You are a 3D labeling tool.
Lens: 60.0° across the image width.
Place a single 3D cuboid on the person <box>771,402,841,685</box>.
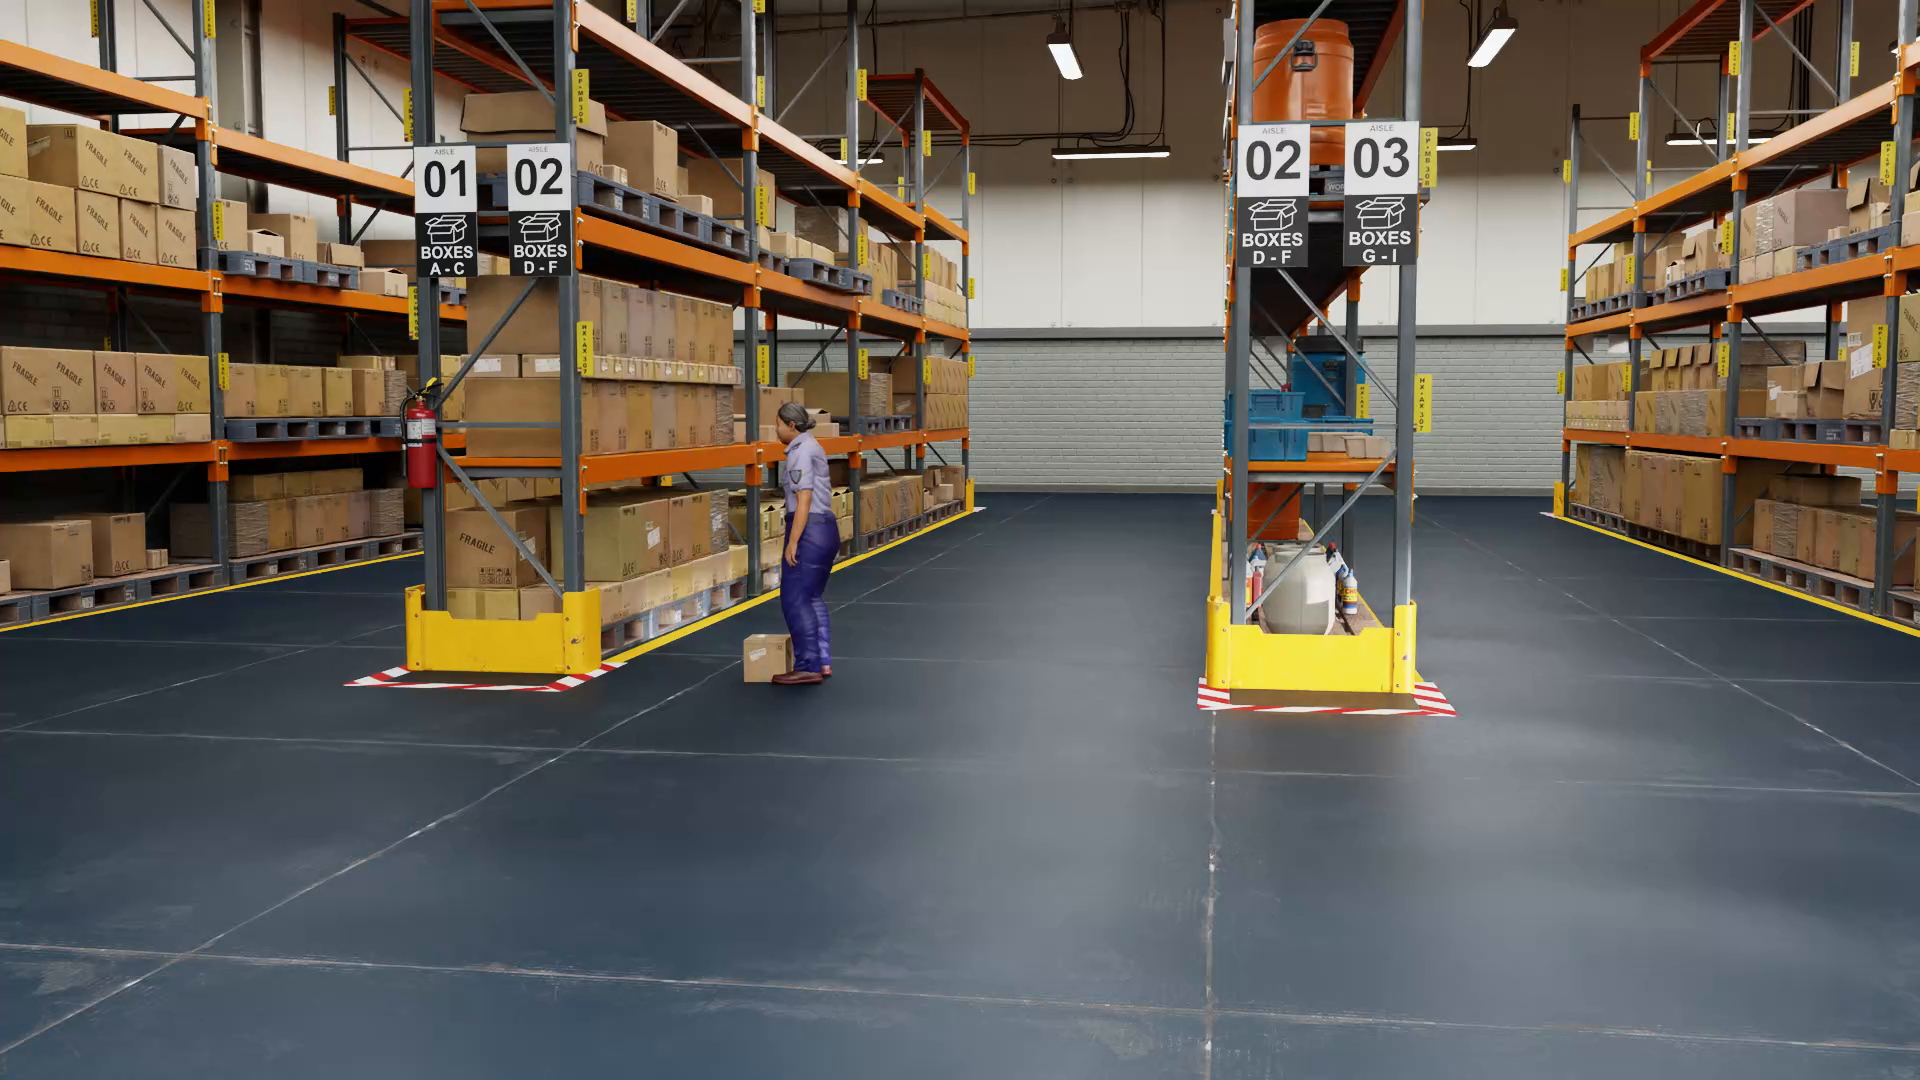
[{"bbox_3d":[-0.905,0.010,9.830,0.367,1.651,0.547,1,5,8],"label":"person"}]
